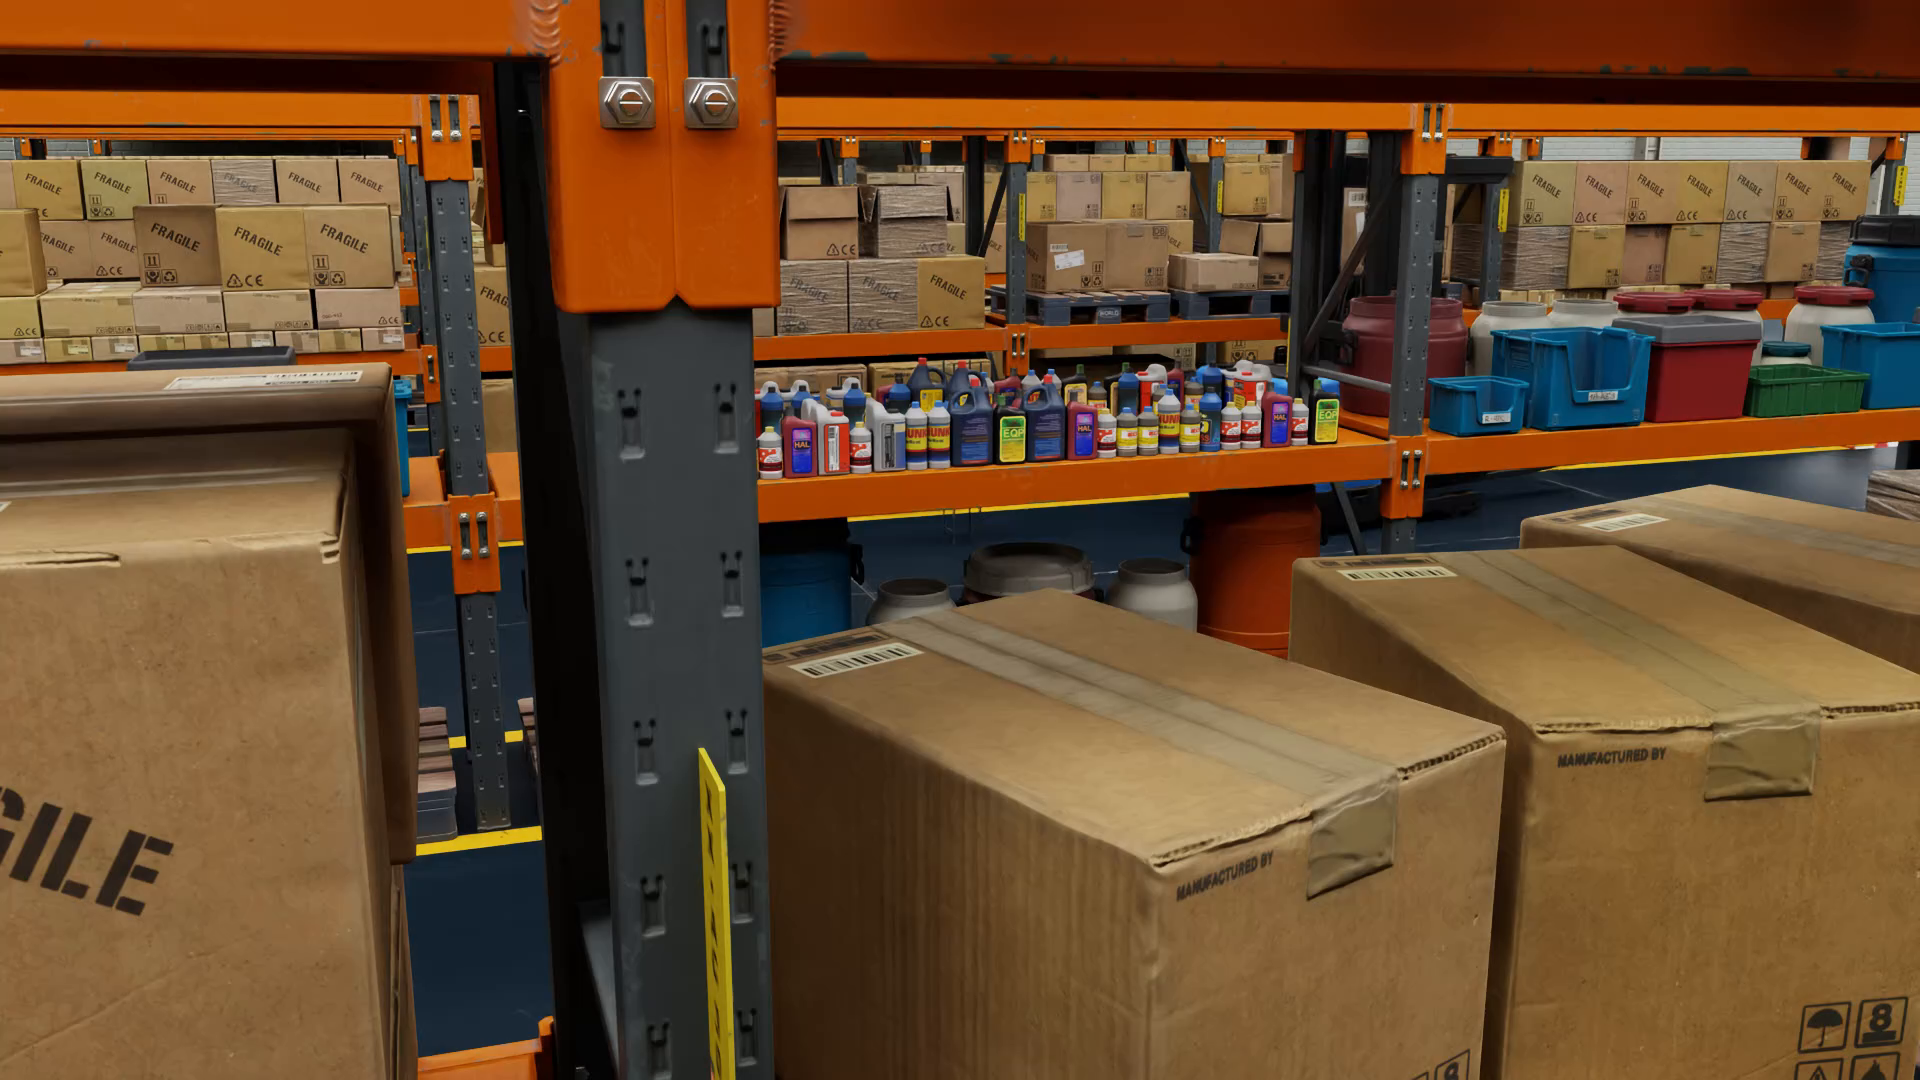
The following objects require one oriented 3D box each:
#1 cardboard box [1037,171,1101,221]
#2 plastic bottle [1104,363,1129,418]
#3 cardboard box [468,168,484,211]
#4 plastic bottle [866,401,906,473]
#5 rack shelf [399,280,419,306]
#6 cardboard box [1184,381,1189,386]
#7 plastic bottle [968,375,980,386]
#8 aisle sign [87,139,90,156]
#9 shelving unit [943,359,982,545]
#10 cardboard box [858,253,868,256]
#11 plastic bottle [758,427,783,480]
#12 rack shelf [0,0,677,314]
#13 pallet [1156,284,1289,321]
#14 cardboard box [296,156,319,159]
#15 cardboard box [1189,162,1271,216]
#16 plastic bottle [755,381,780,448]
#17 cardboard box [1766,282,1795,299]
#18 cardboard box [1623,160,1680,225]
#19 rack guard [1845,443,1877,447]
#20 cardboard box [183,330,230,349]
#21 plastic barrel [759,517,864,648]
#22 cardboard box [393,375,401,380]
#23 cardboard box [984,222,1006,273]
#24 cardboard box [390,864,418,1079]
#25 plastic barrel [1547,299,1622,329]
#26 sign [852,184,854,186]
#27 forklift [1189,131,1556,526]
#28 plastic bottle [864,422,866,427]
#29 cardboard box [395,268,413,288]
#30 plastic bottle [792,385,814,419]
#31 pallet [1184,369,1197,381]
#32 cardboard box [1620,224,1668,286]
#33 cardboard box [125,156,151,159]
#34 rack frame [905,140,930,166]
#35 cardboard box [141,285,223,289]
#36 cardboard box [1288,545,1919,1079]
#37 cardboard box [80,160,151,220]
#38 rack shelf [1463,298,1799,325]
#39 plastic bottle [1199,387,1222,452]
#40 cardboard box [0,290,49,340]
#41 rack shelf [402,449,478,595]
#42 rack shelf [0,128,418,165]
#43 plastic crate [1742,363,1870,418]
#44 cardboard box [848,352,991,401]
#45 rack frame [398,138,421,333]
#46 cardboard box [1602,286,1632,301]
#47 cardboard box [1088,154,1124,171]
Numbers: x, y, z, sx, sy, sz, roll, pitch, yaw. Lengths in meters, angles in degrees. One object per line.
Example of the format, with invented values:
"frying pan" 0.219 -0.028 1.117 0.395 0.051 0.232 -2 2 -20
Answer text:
"cardboard box" 1.126 -3.639 17.581 0.500 0.500 0.700 -4 14 -18
"plastic bottle" 0.742 -0.689 7.808 0.133 0.283 0.061 -4 14 -18
"cardboard box" -5.714 -4.253 20.164 0.500 0.500 0.500 -5 14 -18
"plastic bottle" -0.298 -0.421 6.698 0.135 0.276 0.152 -4 14 -18
"rack shelf" -6.917 -2.129 15.166 4.000 0.370 1.077 -4 14 -18
"cardboard box" 1.941 -0.966 13.171 0.500 0.500 0.700 -3 14 -13
"plastic bottle" 0.008 -0.617 7.521 0.135 0.276 0.152 -4 14 -18
"aisle sign" -12.045 -5.693 22.978 0.004 0.787 0.394 -4 14 -18
"shelving unit" 0.014 -0.585 11.008 0.189 1.200 0.258 -4 14 -18
"cardboard box" -0.780 -1.861 12.267 0.500 0.500 0.500 -5 14 -20
"plastic bottle" -0.746 -0.343 6.532 0.097 0.201 0.097 0 13 0
"rack shelf" -2.275 -0.320 1.079 4.000 0.370 1.077 -4 14 -18
"pallet" 2.119 -1.888 13.014 1.213 0.211 1.003 -4 14 -18
"cardboard box" -7.645 -4.429 19.500 0.250 0.149 0.380 -5 14 -19
"cardboard box" 2.921 -3.835 18.126 0.550 0.550 0.875 -4 14 -18
"plastic bottle" -0.861 -0.549 7.237 0.135 0.276 0.152 -4 14 -18
"cardboard box" 6.934 -2.165 14.307 0.250 0.149 0.380 -4 14 -18
"cardboard box" 5.502 -2.853 13.636 0.500 0.500 0.500 -4 14 -18
"rack guard" 7.766 -1.195 15.088 0.348 0.500 1.175 -4 14 -18
"cardboard box" -4.695 -1.239 10.412 0.250 0.149 0.380 -4 14 -17
"plastic barrel" -0.764 0.283 7.099 0.708 0.901 0.600 -4 14 -18
"cardboard box" -4.187 -0.671 11.165 0.875 0.875 0.875 -4 14 -18
"cardboard box" 0.240 -3.020 17.140 0.500 0.500 0.500 -4 14 -18
"cardboard box" -0.950 0.571 2.045 0.500 0.500 0.500 -4 14 -17
"plastic barrel" 3.141 -0.949 8.407 0.421 0.512 0.421 0 13 0
"sign" -1.049 -3.328 16.323 0.005 0.325 0.100 -4 14 -18
"forklift" 3.163 -1.687 11.901 3.031 2.935 1.130 -8 16 -30
"plastic bottle" -0.356 -0.411 6.816 0.097 0.201 0.097 0 13 0
"cardboard box" -5.218 -2.432 15.428 0.250 0.149 0.380 -5 14 -19
"plastic bottle" -0.676 -0.531 7.170 0.097 0.271 0.097 0 13 0
"pallet" 1.853 -1.787 18.200 1.213 0.211 1.003 -4 14 -18
"cardboard box" 5.420 -2.423 13.989 0.500 0.500 0.875 -4 14 -18
"cardboard box" -9.310 -4.278 18.868 0.250 0.149 0.380 -5 14 -20
"rack frame" -0.701 -5.384 27.294 0.127 3.000 1.000 -4 14 -18
"cardboard box" -5.026 -1.551 10.862 0.500 0.250 0.500 -4 14 -17
"cardboard box" 0.772 0.338 2.116 0.500 0.500 0.700 -2 14 -9
"cardboard box" -7.326 -3.058 14.499 0.500 0.500 0.500 -5 14 -19
"rack shelf" 5.942 -1.920 14.285 4.000 0.370 1.077 -4 14 -18
"plastic bottle" 1.070 -0.518 7.118 0.097 0.271 0.097 0 13 0
"cardboard box" -5.818 -1.360 10.061 0.500 0.250 0.500 -5 14 -20
"rack shelf" -3.851 0.052 5.995 4.000 0.370 1.077 -4 14 -18
"rack shelf" -5.431 -2.493 10.215 4.000 0.370 1.077 -4 14 -18
"plastic crate" 4.066 -0.742 8.238 0.662 0.188 0.450 -4 14 -18
"cardboard box" -0.405 -0.951 12.343 0.875 0.875 1.225 -5 14 -21
"rack frame" -6.696 -3.705 20.237 0.127 3.000 1.000 -4 14 -18
"cardboard box" 5.300 -2.020 13.694 0.250 0.149 0.380 -4 14 -18
"cardboard box" 1.863 -4.993 22.632 0.500 0.500 0.700 -4 14 -18
